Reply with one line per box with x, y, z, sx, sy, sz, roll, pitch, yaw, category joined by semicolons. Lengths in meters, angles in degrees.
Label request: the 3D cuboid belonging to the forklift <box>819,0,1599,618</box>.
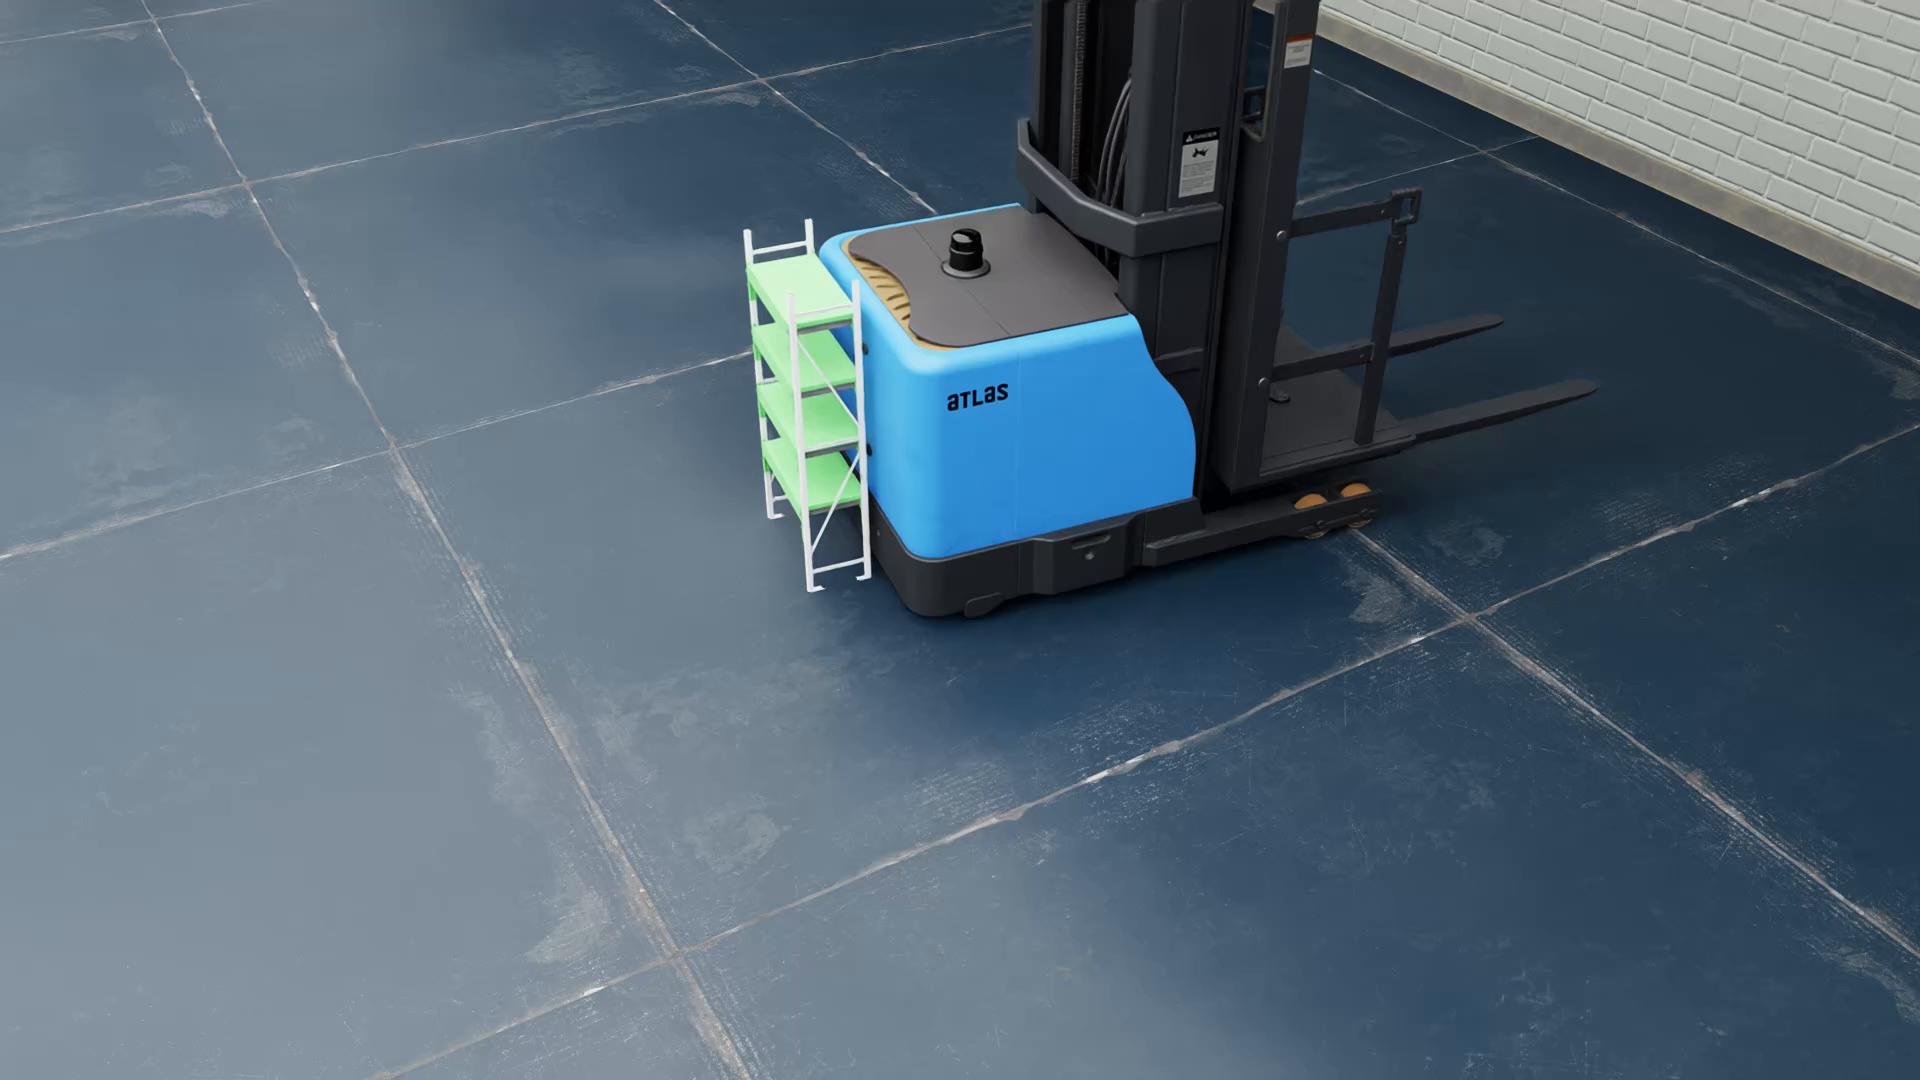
1.054;-1.463;5.769;3.031;2.935;1.130;-14;38;-18;forklift

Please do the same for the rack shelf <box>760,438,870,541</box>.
-0.530;-0.212;6.039;0.258;0.148;0.480;-14;38;-18;rack shelf

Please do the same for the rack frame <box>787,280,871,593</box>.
-0.438;-0.325;5.677;0.240;1.200;0.015;-14;38;-18;rack frame

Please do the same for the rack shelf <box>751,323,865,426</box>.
-0.530;-0.600;5.756;0.258;0.148;0.480;-14;38;-18;rack shelf

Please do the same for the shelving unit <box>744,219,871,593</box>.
-0.530;-0.458;5.859;0.258;1.200;0.503;-14;38;-18;shelving unit

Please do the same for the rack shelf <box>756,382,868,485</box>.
-0.530;-0.406;5.897;0.258;0.148;0.480;-14;38;-18;rack shelf

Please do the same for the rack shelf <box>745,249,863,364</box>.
-0.530;-0.794;5.614;0.258;0.148;0.480;-14;38;-18;rack shelf

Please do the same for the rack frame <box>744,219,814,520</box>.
-0.622;-0.591;6.042;0.240;1.200;0.015;-14;38;-18;rack frame
